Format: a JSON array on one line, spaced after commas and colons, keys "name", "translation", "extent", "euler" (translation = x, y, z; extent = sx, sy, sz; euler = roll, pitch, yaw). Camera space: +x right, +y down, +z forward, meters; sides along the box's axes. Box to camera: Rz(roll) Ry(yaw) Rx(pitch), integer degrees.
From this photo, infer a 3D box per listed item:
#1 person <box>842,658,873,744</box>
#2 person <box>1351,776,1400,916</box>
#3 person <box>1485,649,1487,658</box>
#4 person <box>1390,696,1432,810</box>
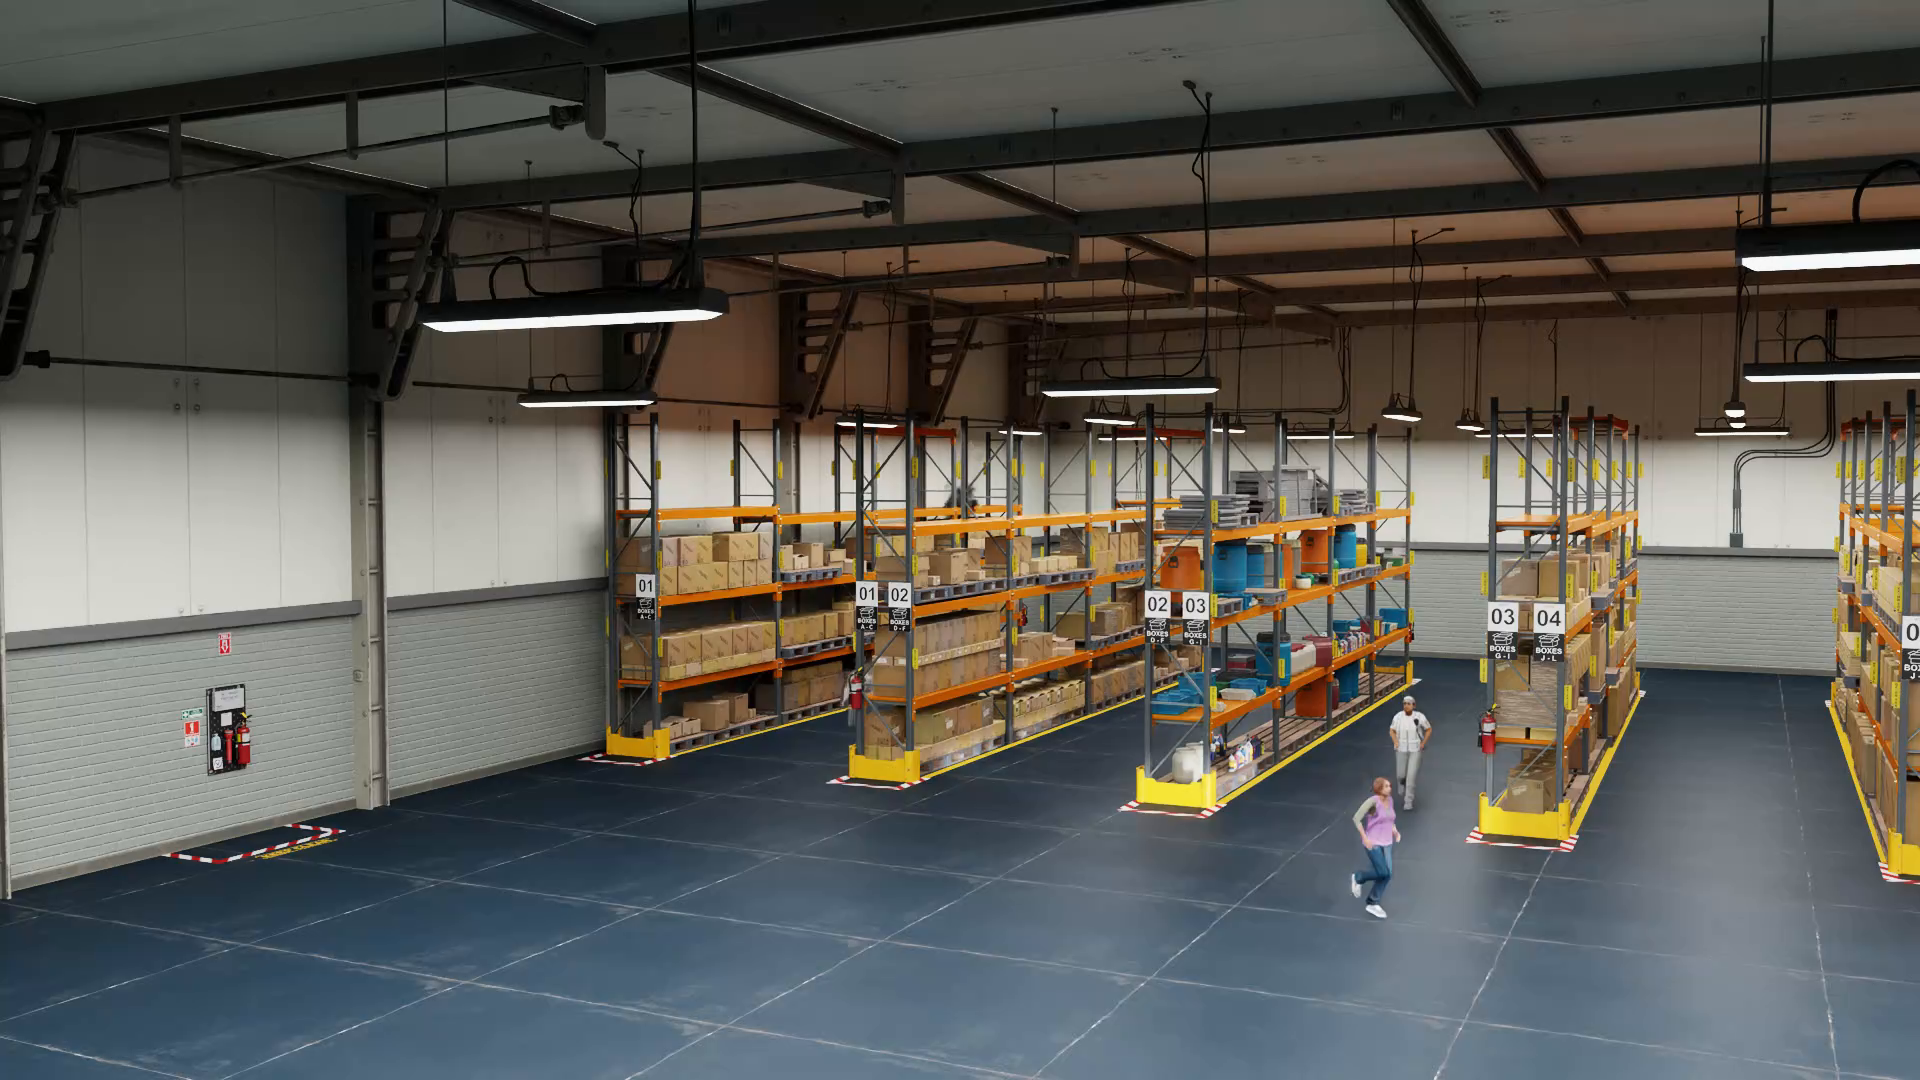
[{"name": "person", "translation": [-1.804, 2.935, 29.879], "extent": [0.631, 1.661, 0.557], "euler": [1, 3, 18]}, {"name": "person", "translation": [4.697, 3.441, 18.815], "extent": [0.554, 1.559, 0.535], "euler": [-2, 3, -35]}, {"name": "person", "translation": [11.268, 2.689, 34.479], "extent": [0.731, 1.812, 0.937], "euler": [1, 3, 23]}, {"name": "person", "translation": [6.731, 3.152, 24.832], "extent": [0.613, 1.662, 0.739], "euler": [1, 3, 25]}]
